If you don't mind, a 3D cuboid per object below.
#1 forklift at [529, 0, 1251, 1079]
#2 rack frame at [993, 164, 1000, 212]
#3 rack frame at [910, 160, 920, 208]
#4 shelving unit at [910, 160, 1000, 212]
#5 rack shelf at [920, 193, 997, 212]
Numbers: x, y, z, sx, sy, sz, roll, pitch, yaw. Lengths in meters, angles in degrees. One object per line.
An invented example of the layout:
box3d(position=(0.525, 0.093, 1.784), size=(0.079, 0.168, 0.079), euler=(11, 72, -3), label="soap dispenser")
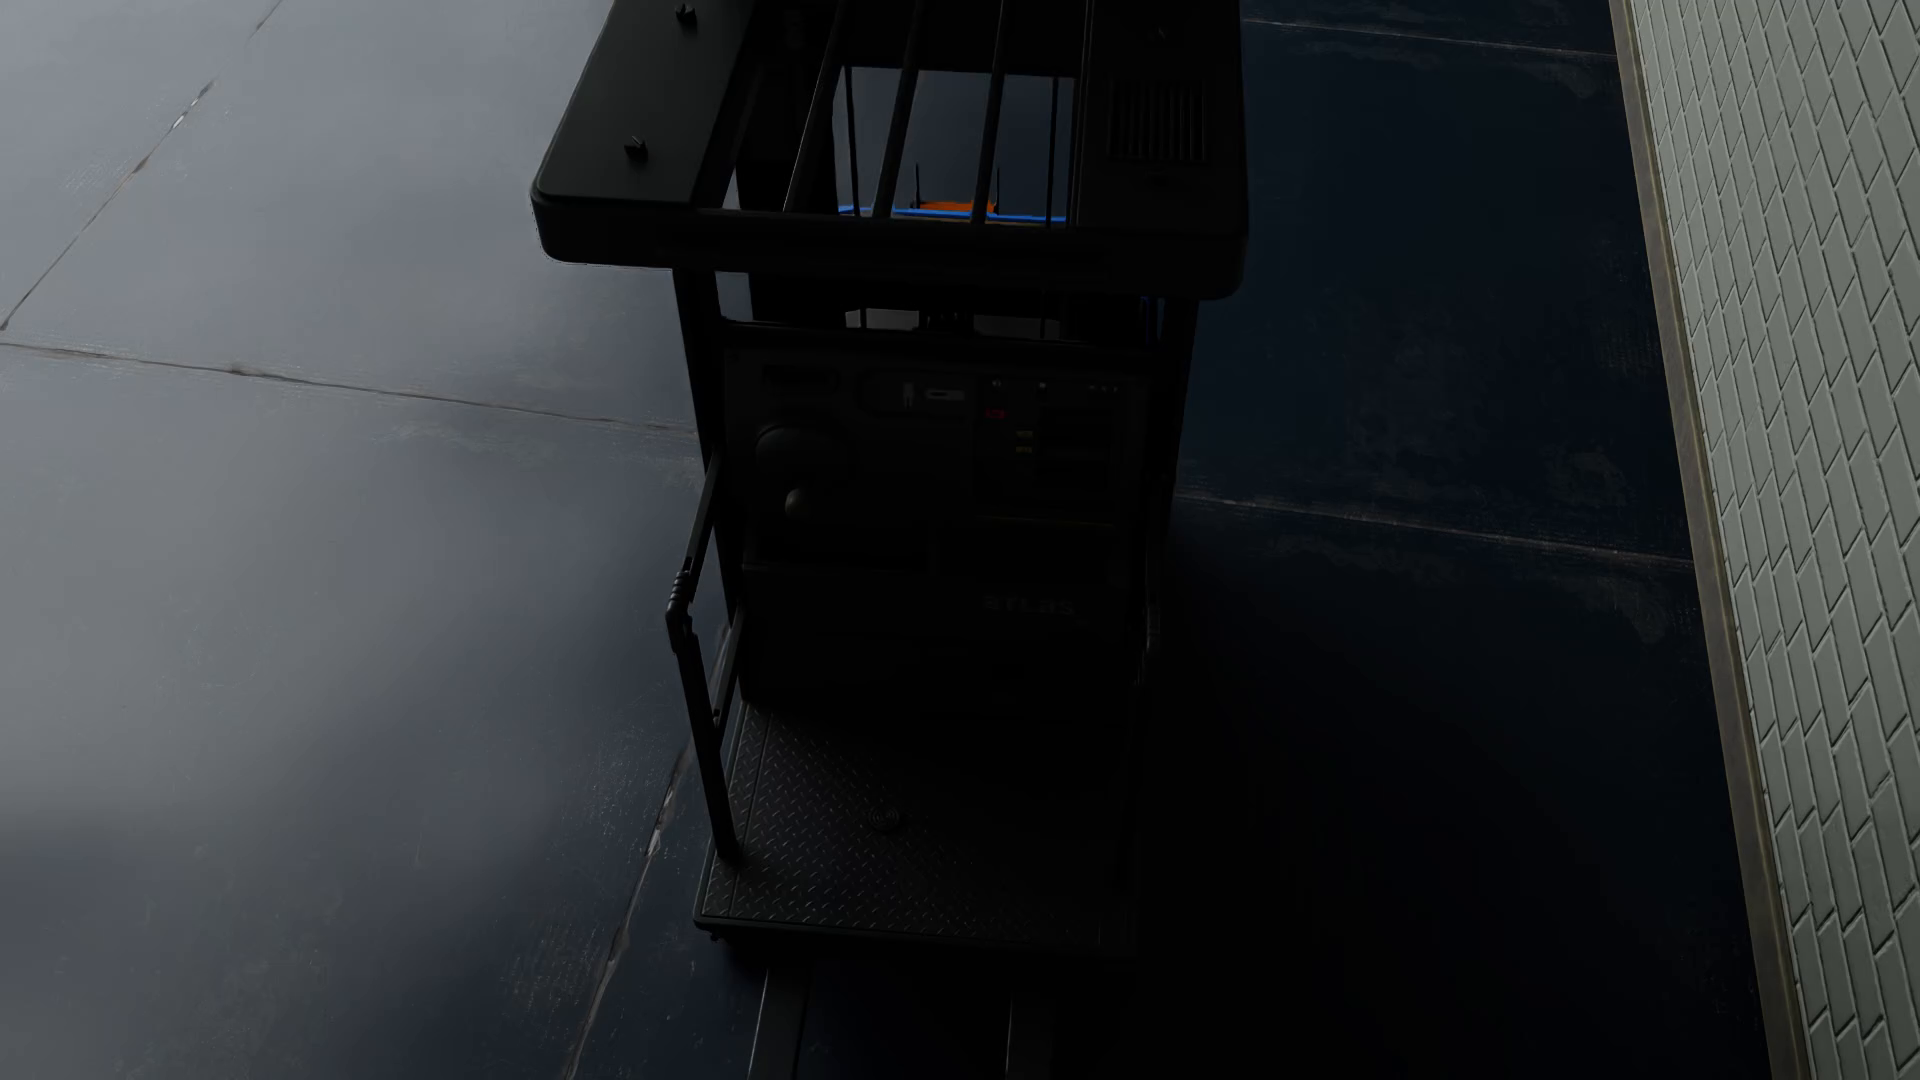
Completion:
box3d(position=(-0.074, -0.122, 3.527), size=(1.130, 2.935, 3.031), euler=(4, 48, 4), label="forklift")
box3d(position=(0.110, -0.703, 5.314), size=(0.008, 1.050, 0.200), euler=(3, 48, 3), label="rack frame")
box3d(position=(-0.134, -0.717, 5.326), size=(0.008, 1.050, 0.200), euler=(3, 48, 3), label="rack frame")
box3d(position=(-0.012, -0.710, 5.320), size=(0.252, 1.050, 0.215), euler=(3, 48, 3), label="shelving unit")
box3d(position=(-0.012, -0.893, 5.117), size=(0.240, 0.259, 0.215), euler=(3, 48, 3), label="rack shelf")
